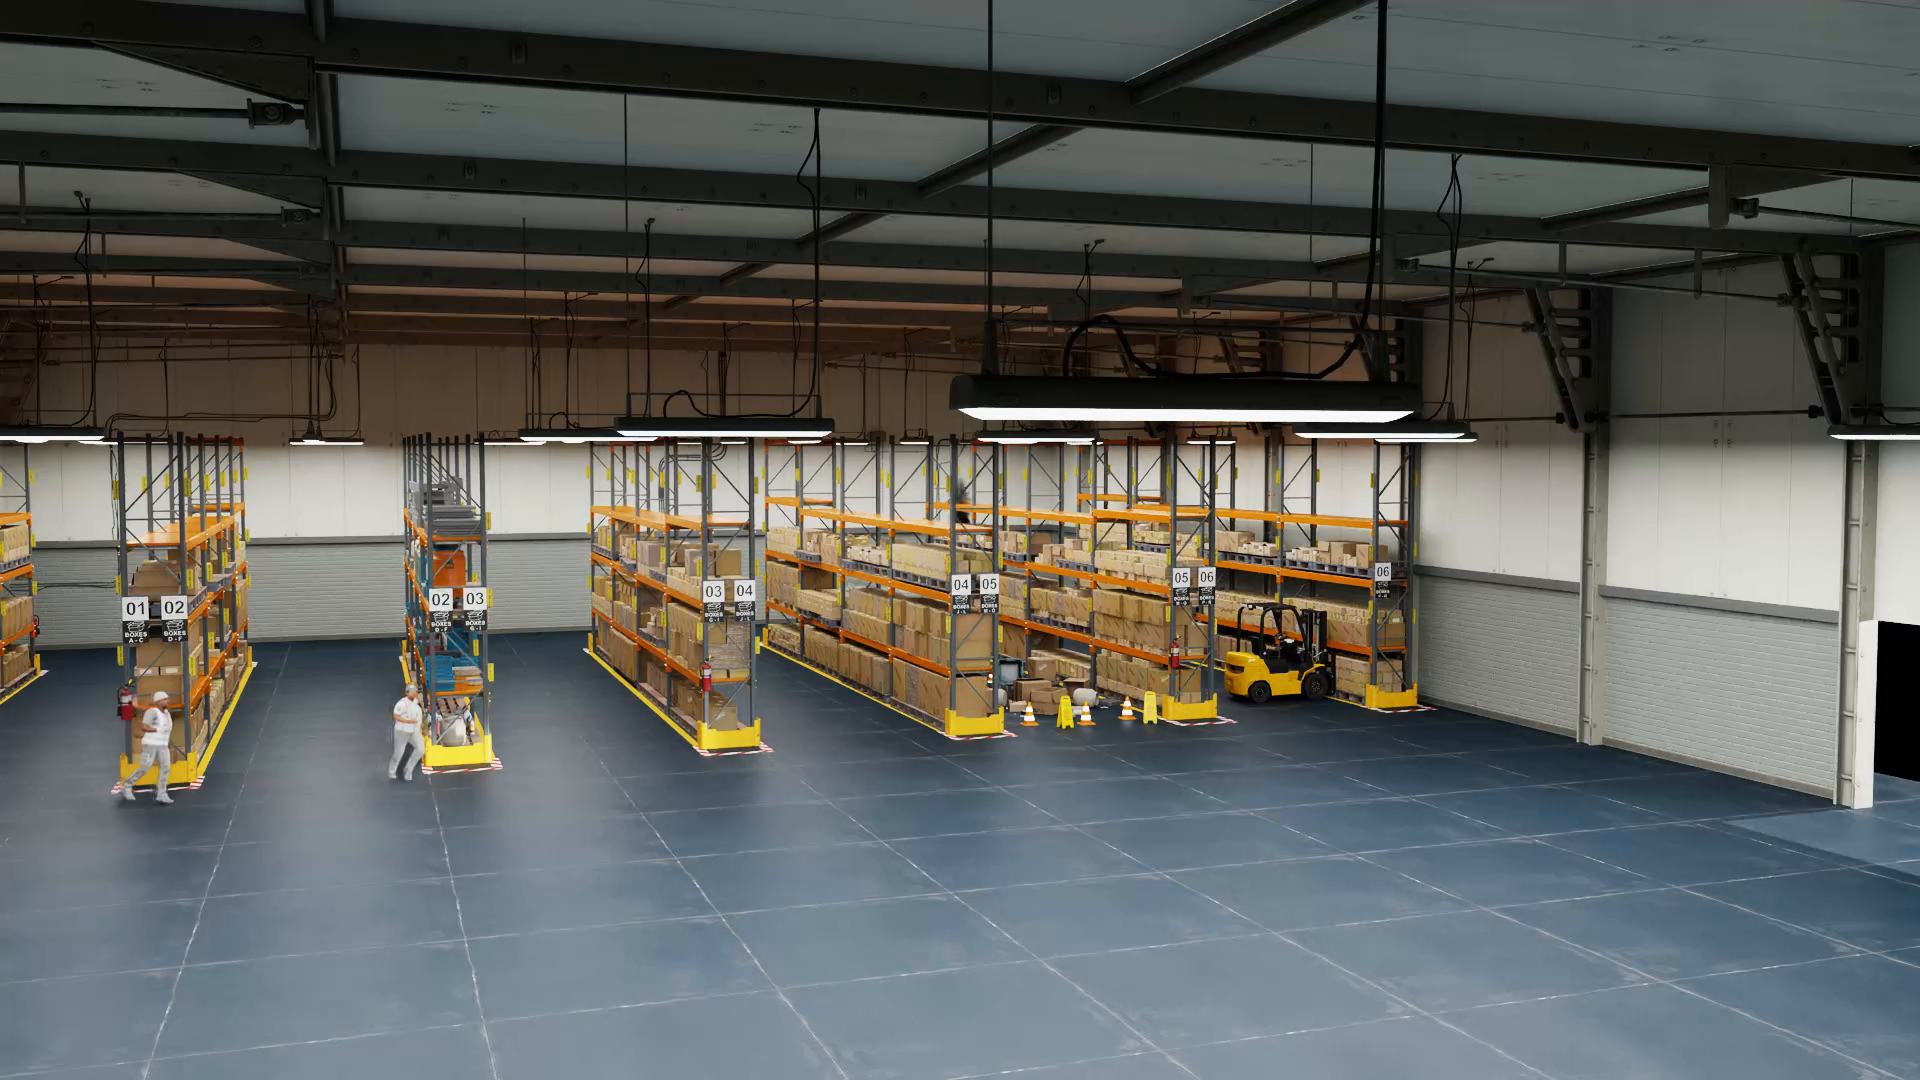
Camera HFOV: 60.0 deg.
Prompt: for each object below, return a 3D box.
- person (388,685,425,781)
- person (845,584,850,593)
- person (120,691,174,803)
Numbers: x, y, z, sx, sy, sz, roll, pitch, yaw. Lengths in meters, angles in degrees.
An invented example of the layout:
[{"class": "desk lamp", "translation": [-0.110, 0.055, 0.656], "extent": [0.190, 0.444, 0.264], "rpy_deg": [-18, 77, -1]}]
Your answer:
[{"class": "person", "translation": [-9.523, 3.325, 28.729], "extent": [0.679, 1.661, 0.676], "rpy_deg": [2, 4, 35]}, {"class": "person", "translation": [-3.275, 2.172, 48.202], "extent": [0.669, 1.826, 0.766], "rpy_deg": [-2, 4, -36]}, {"class": "person", "translation": [-13.035, 3.343, 26.969], "extent": [0.935, 1.765, 0.691], "rpy_deg": [1, 3, 12]}]
